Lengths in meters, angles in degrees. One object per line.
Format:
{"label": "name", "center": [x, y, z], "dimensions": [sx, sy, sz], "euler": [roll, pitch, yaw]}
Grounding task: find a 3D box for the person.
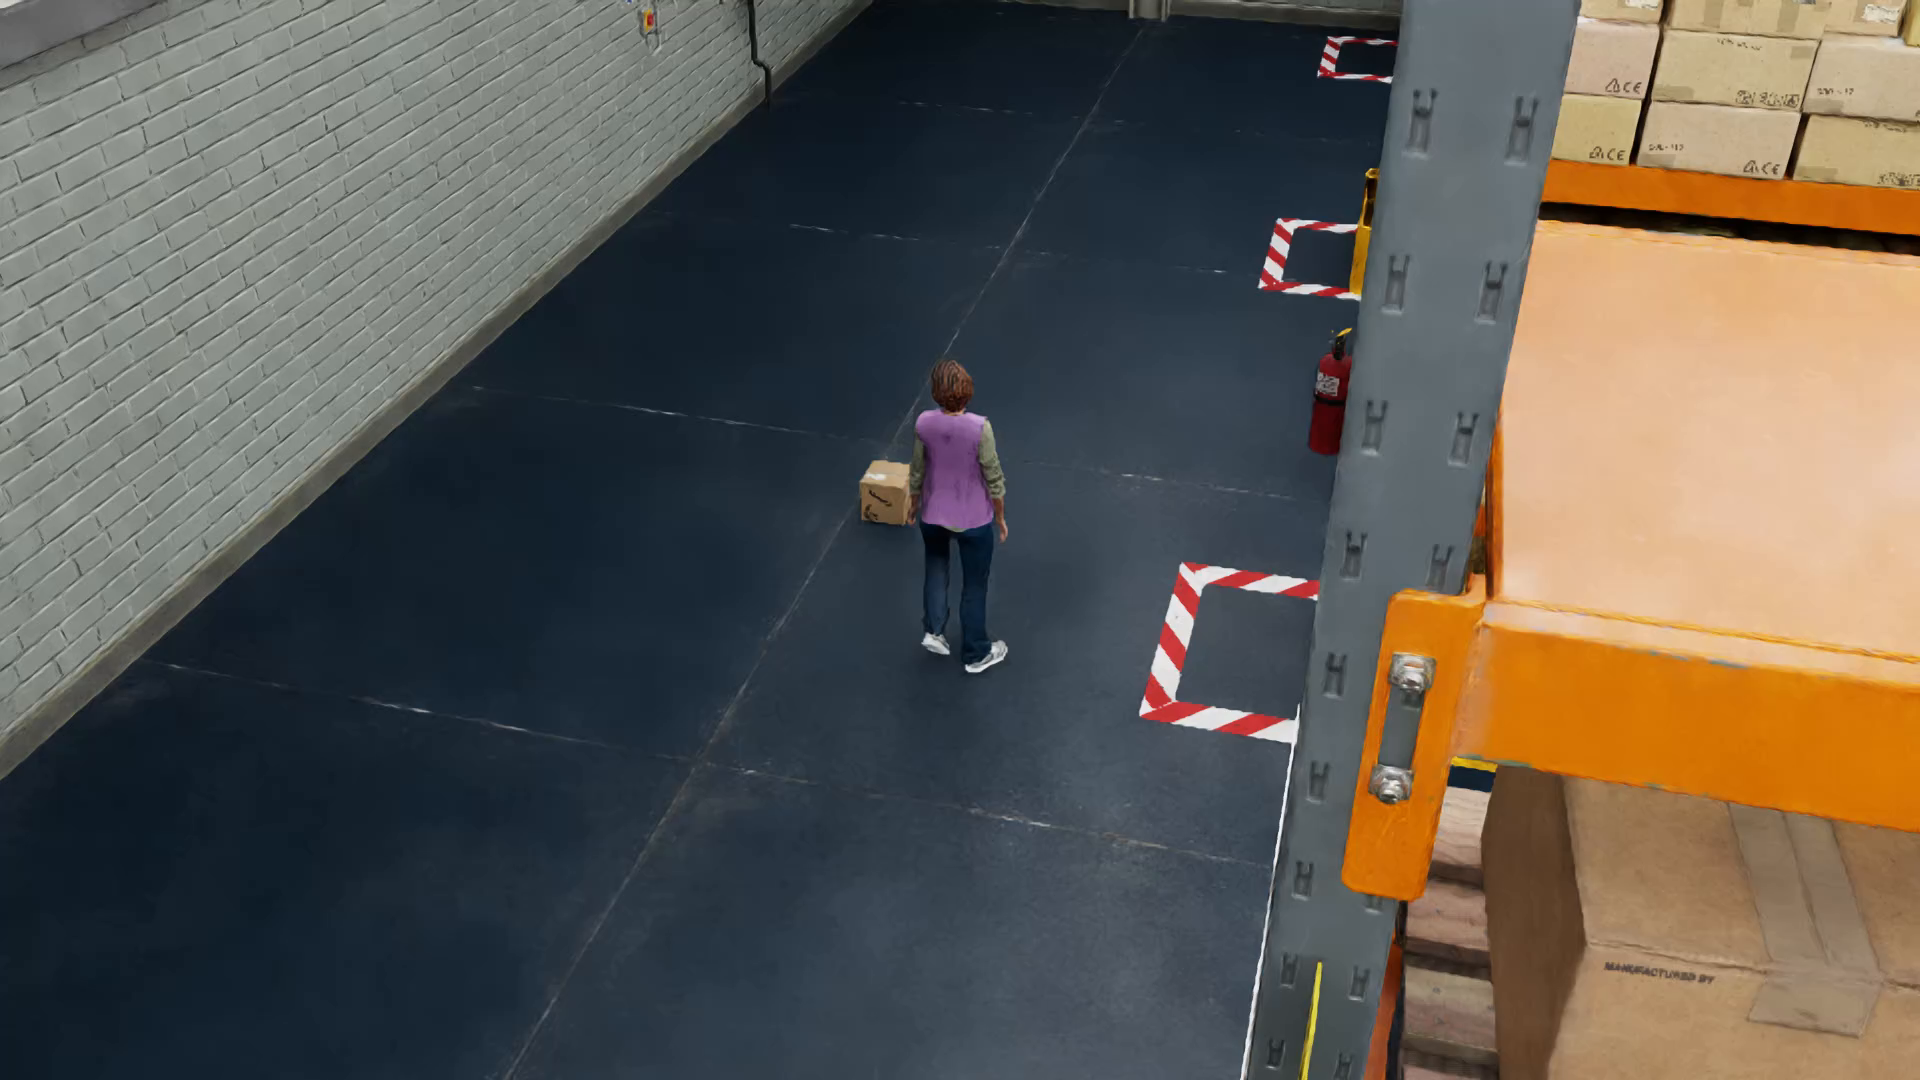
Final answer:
{"label": "person", "center": [-0.034, -0.084, 7.758], "dimensions": [0.493, 1.572, 0.420], "euler": [11, 35, 16]}
